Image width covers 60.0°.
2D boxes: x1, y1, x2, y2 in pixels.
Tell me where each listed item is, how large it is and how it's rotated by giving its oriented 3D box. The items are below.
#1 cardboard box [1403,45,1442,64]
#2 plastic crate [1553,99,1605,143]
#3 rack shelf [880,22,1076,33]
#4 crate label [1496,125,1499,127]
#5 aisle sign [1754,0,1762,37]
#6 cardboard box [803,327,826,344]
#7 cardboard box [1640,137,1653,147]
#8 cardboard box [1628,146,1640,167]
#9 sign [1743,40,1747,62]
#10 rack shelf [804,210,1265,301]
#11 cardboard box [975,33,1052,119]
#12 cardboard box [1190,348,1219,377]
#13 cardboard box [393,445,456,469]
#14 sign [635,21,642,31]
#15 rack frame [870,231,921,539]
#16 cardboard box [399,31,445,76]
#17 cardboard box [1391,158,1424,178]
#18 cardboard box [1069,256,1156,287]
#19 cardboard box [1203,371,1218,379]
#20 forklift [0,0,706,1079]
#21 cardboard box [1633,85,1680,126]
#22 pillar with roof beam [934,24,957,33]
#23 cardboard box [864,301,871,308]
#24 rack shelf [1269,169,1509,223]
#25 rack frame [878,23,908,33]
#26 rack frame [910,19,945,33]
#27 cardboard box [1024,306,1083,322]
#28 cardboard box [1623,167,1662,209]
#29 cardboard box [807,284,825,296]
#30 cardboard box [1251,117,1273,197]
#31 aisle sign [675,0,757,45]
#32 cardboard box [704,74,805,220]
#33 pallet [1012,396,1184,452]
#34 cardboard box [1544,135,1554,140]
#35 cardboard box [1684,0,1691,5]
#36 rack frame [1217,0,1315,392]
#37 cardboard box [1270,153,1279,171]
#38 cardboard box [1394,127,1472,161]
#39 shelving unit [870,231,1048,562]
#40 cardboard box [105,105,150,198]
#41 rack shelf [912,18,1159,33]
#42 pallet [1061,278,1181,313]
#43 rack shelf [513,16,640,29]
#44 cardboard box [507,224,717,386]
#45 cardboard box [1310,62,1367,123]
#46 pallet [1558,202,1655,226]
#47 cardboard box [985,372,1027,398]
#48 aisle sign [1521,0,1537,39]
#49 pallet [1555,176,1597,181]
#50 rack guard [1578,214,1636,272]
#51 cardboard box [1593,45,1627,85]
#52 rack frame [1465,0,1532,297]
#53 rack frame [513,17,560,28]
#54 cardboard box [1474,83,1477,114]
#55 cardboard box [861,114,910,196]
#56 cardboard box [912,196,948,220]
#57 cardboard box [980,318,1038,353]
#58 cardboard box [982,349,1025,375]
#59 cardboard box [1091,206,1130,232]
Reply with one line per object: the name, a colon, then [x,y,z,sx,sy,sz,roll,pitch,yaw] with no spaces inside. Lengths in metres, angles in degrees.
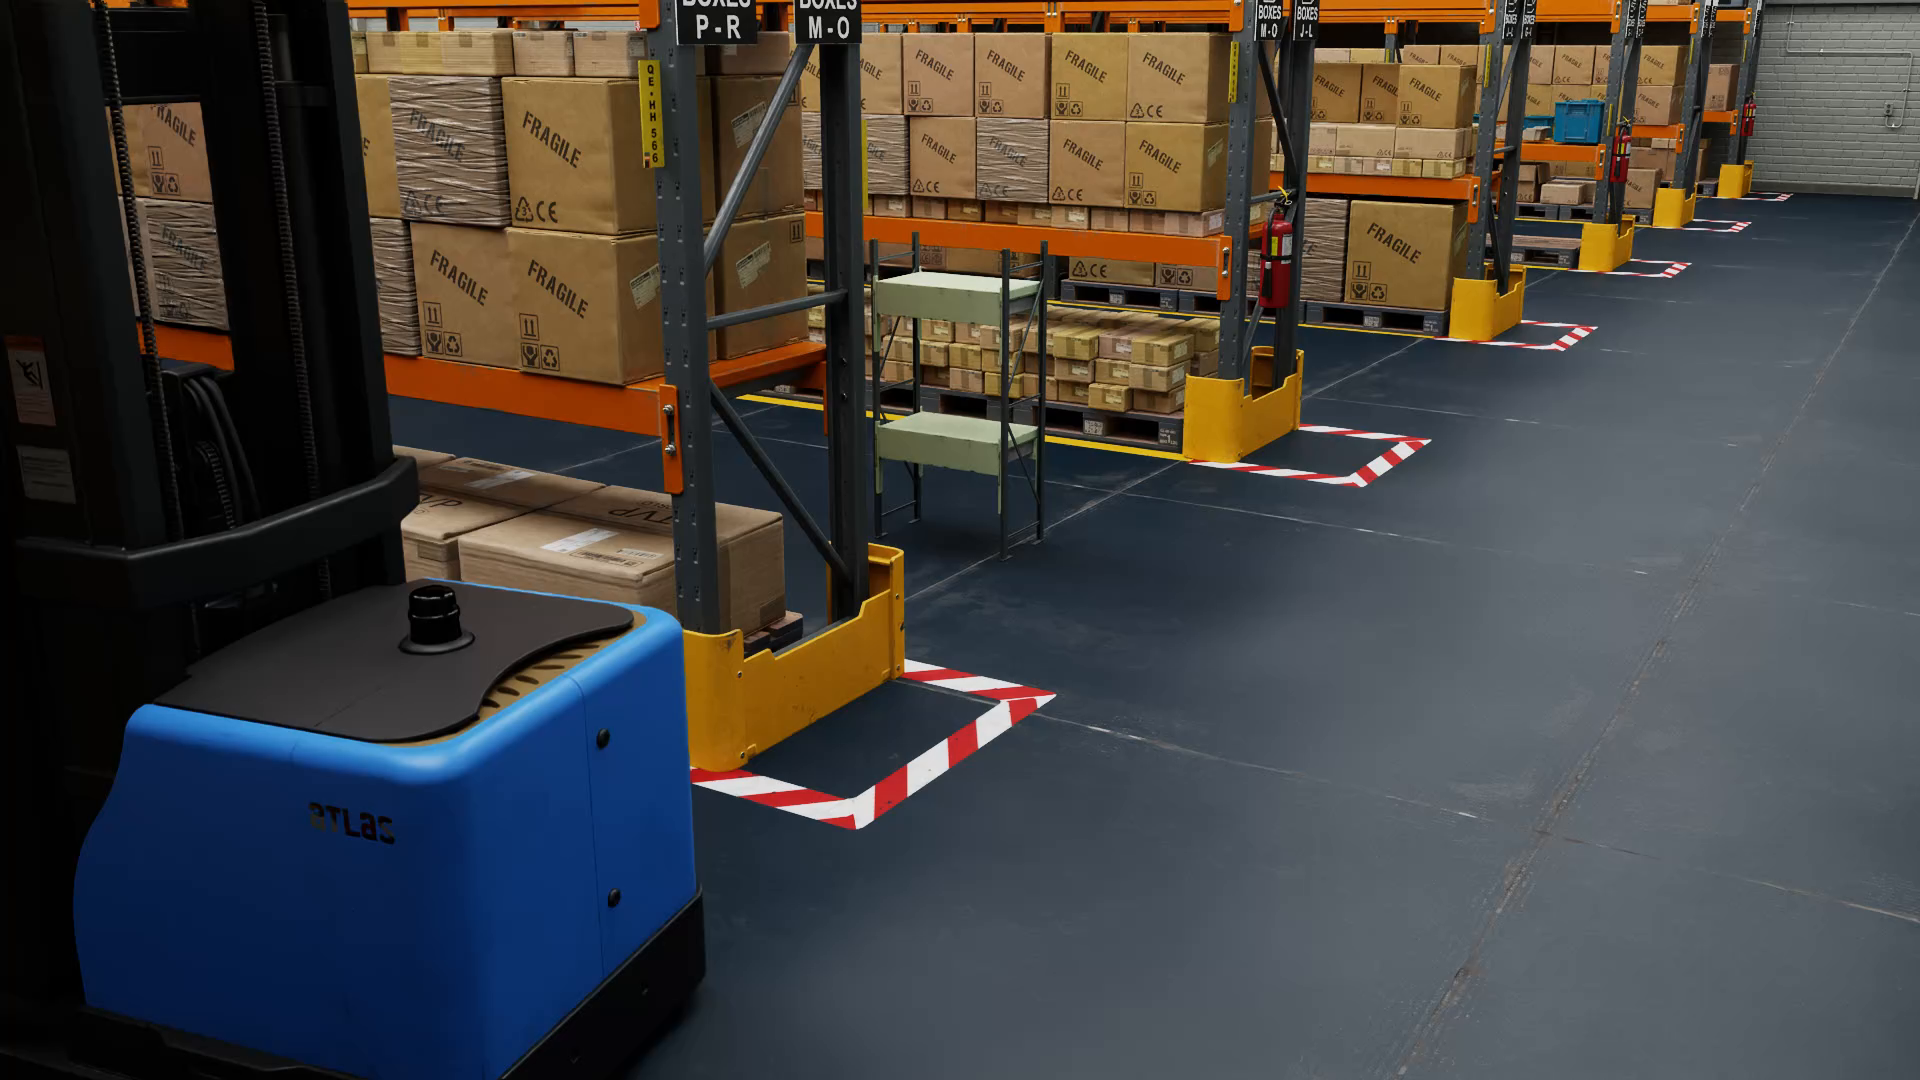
cardboard box: [6.551,-6.700,23.385,0.500,0.500,0.500,11,20,31]
plastic crate: [6.727,-4.531,17.972,0.499,0.435,0.616,10,20,30]
rack shelf: [0.365,-10.155,32.727,4.000,0.370,1.077,10,20,30]
crate label: [5.831,-4.546,18.537,0.243,0.136,0.396,10,20,30]
aisle sign: [12.199,-8.093,25.390,0.004,0.787,0.394,10,20,30]
cardboard box: [-0.942,-1.450,11.663,0.250,0.149,0.380,10,20,30]
cardboard box: [11.212,-6.477,27.004,0.250,0.149,0.380,10,20,31]
cardboard box: [10.790,-6.173,27.121,0.500,0.500,0.700,9,19,28]
sign: [11.999,-7.469,25.410,0.005,0.325,0.100,10,20,30]
rack shelf: [0.132,-2.001,11.045,4.000,0.370,1.077,10,20,30]
cardboard box: [0.436,-2.871,10.269,0.500,0.500,0.500,11,20,33]
cardboard box: [1.524,-1.163,10.720,0.250,0.149,0.380,11,20,32]
cardboard box: [-2.835,-0.125,7.317,0.875,0.438,0.875,9,19,28]
sign: [-7.444,-11.909,38.436,0.199,0.298,0.001,10,20,30]
rack frame: [-0.318,-0.774,8.350,0.023,1.500,0.400,10,20,30]
cardboard box: [-1.765,-1.741,5.942,0.250,0.149,0.380,11,20,31]
cardboard box: [3.820,-3.145,14.007,0.250,0.149,0.380,10,20,31]
cardboard box: [1.630,-2.926,15.787,0.875,0.875,0.875,10,20,30]
cardboard box: [1.557,-1.037,10.815,0.250,0.149,0.380,11,20,31]
forklift: [-2.240,-0.225,4.080,3.031,2.935,1.130,6,18,20]
cardboard box: [9.181,-5.755,21.995,0.500,0.500,0.500,11,20,32]
pillar with roof beam: [-2.543,-11.280,30.033,0.400,9.000,9.100,10,20,30]
cardboard box: [-0.708,-1.550,11.482,0.250,0.149,0.380,10,19,29]
rack shelf: [2.813,-3.214,15.038,4.000,0.370,1.077,10,20,30]
rack frame: [-1.339,-9.368,34.060,0.127,3.000,1.000,10,20,30]
rack frame: [-0.520,-7.532,28.016,0.127,3.000,1.000,10,20,30]
cardboard box: [0.636,-1.470,11.219,0.250,0.149,0.380,11,20,32]
cardboard box: [9.113,-4.743,22.378,0.500,0.500,0.500,10,20,30]
cardboard box: [-1.133,-1.781,12.243,0.250,0.149,0.380,11,20,32]
cardboard box: [1.598,-2.368,10.331,0.500,0.500,0.500,11,20,33]
aisle sign: [-0.770,-1.956,5.185,0.004,0.787,0.394,10,20,30]
cardboard box: [-0.929,-1.469,6.165,0.500,0.500,0.500,10,19,29]
pallet: [1.097,-0.850,10.818,1.213,0.211,1.003,10,20,30]
cardboard box: [9.666,-6.621,27.481,0.250,0.149,0.380,11,20,32]
cardboard box: [9.401,-7.211,22.058,0.500,0.250,0.500,10,20,30]
rack frame: [1.836,-2.041,9.939,0.127,3.000,1.000,10,20,30]
cardboard box: [2.739,-3.339,14.644,0.250,0.149,0.380,11,20,31]
cardboard box: [3.966,-3.332,13.937,0.500,0.250,0.500,10,19,29]
shelving unit: [-0.006,-0.719,8.167,0.755,1.500,0.431,10,20,30]
cardboard box: [-3.371,-1.723,7.001,0.500,0.500,0.500,10,19,29]
rack shelf: [1.184,-8.319,26.683,4.000,0.370,1.077,10,20,30]
pallet: [1.716,-2.393,15.896,1.213,0.211,1.003,10,20,30]
rack shelf: [-4.820,-7.701,24.650,4.000,0.370,1.077,10,20,30]
cardboard box: [-1.218,-0.855,5.863,0.500,0.500,0.500,10,20,30]
cardboard box: [3.379,-3.976,14.767,0.500,0.500,0.500,10,19,29]
pallet: [8.961,-4.505,22.849,1.213,0.211,1.003,10,20,30]
cardboard box: [0.359,-1.039,10.824,0.250,0.149,0.380,9,19,28]
aisle sign: [4.736,-4.561,13.763,0.004,0.787,0.394,10,20,30]
pallet: [10.537,-5.888,27.402,1.213,0.211,1.003,10,20,30]
rack guard: [7.137,-3.284,18.332,0.348,0.500,1.175,10,20,30]
cardboard box: [8.751,-6.309,22.098,0.500,0.500,0.500,11,20,32]
rack frame: [4.518,-3.254,13.932,0.127,3.000,1.000,10,20,30]
rack frame: [-6.524,-6.914,25.982,0.127,3.000,1.000,10,20,30]
cardboard box: [7.026,-6.141,23.265,0.500,0.500,0.500,11,20,31]
cardboard box: [-0.447,-2.543,10.907,0.500,0.500,0.500,10,19,29]
cardboard box: [-0.102,-2.187,10.853,0.250,0.149,0.380,11,20,32]
cardboard box: [0.335,-1.323,10.733,0.250,0.149,0.380,11,20,32]
cardboard box: [0.345,-1.184,10.788,0.250,0.149,0.380,10,20,31]
cardboard box: [0.996,-1.982,10.176,0.250,0.149,0.380,10,20,30]
